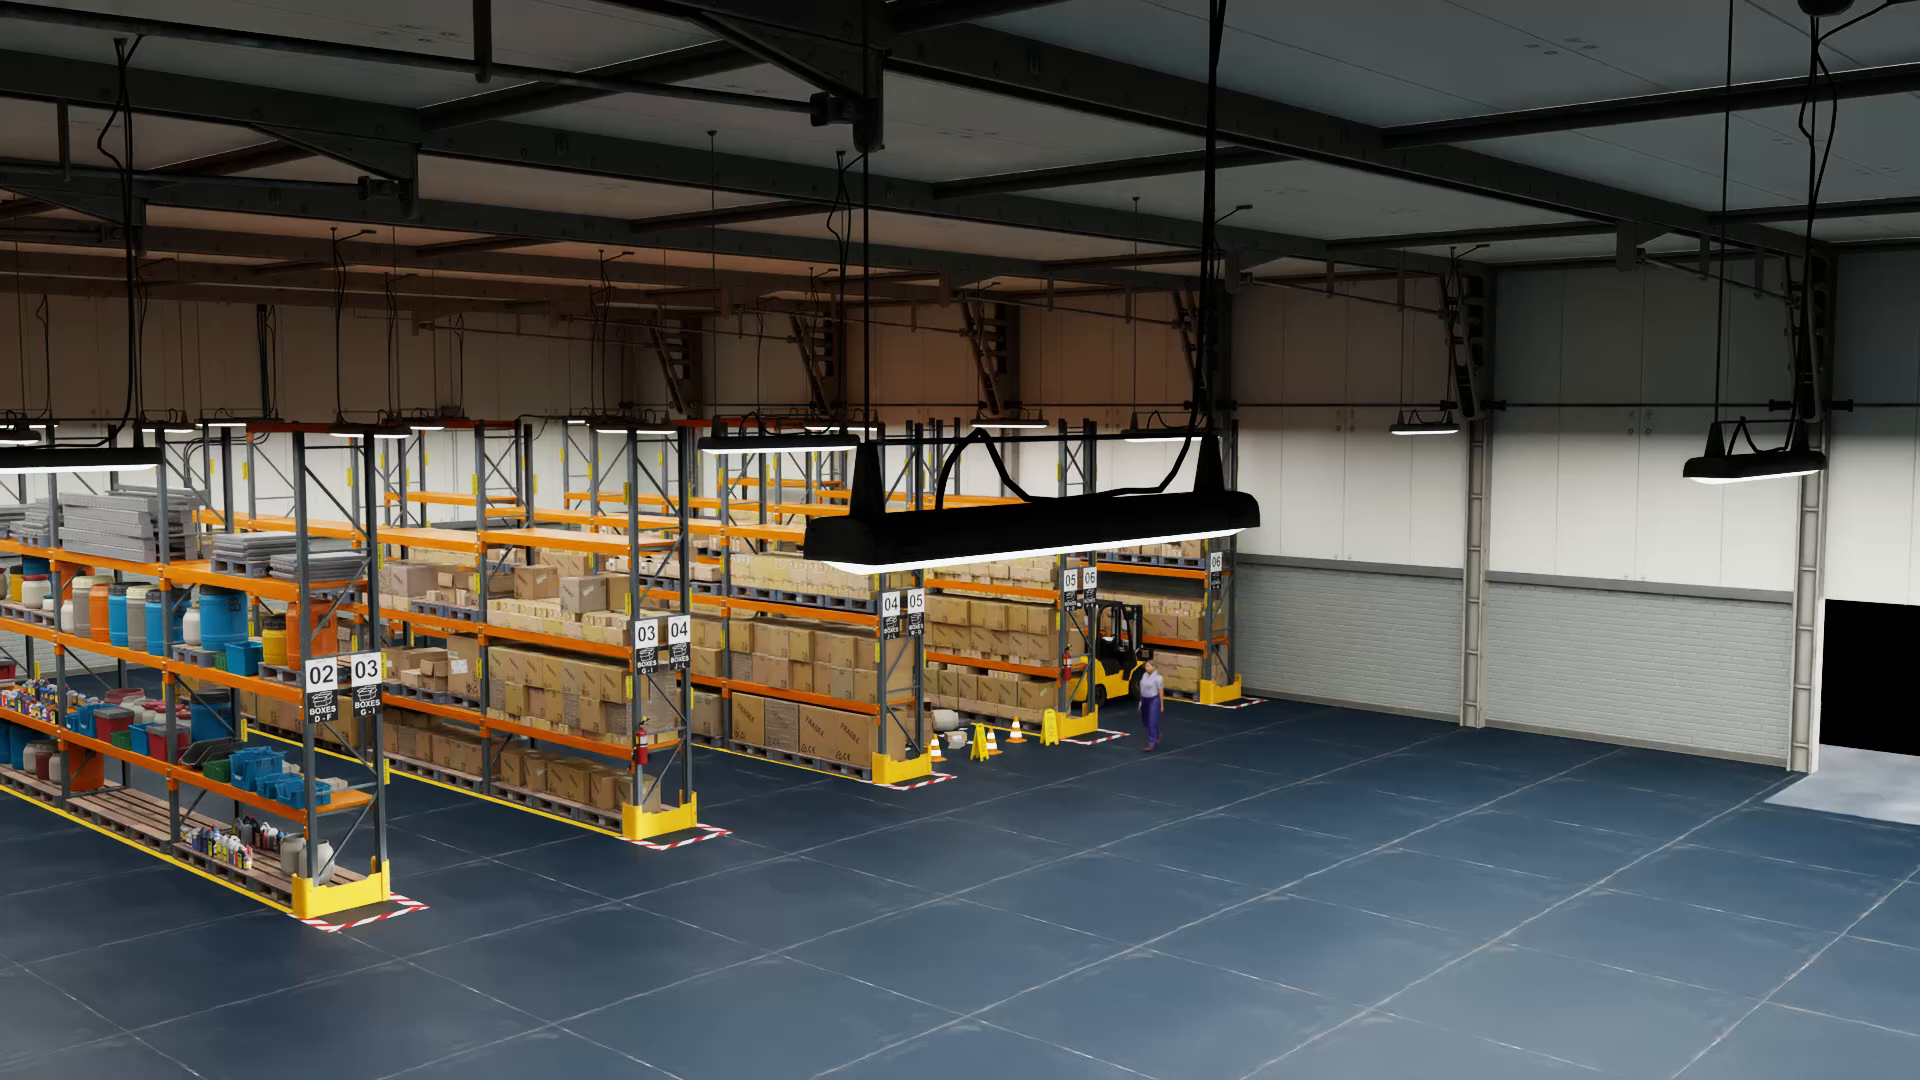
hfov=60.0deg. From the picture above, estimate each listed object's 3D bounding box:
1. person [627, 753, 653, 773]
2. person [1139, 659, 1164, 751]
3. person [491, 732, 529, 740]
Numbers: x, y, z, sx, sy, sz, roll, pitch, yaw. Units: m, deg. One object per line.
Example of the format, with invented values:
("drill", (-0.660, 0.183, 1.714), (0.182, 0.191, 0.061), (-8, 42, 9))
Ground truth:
("person", (-5.319, 3.296, 27.442), (0.540, 1.590, 0.485), (3, 5, 28))
("person", (3.553, 3.008, 30.609), (0.734, 1.636, 0.462), (-4, 6, -37))
("person", (-8.574, 2.947, 31.258), (1.019, 1.624, 0.399), (3, 5, 32))
